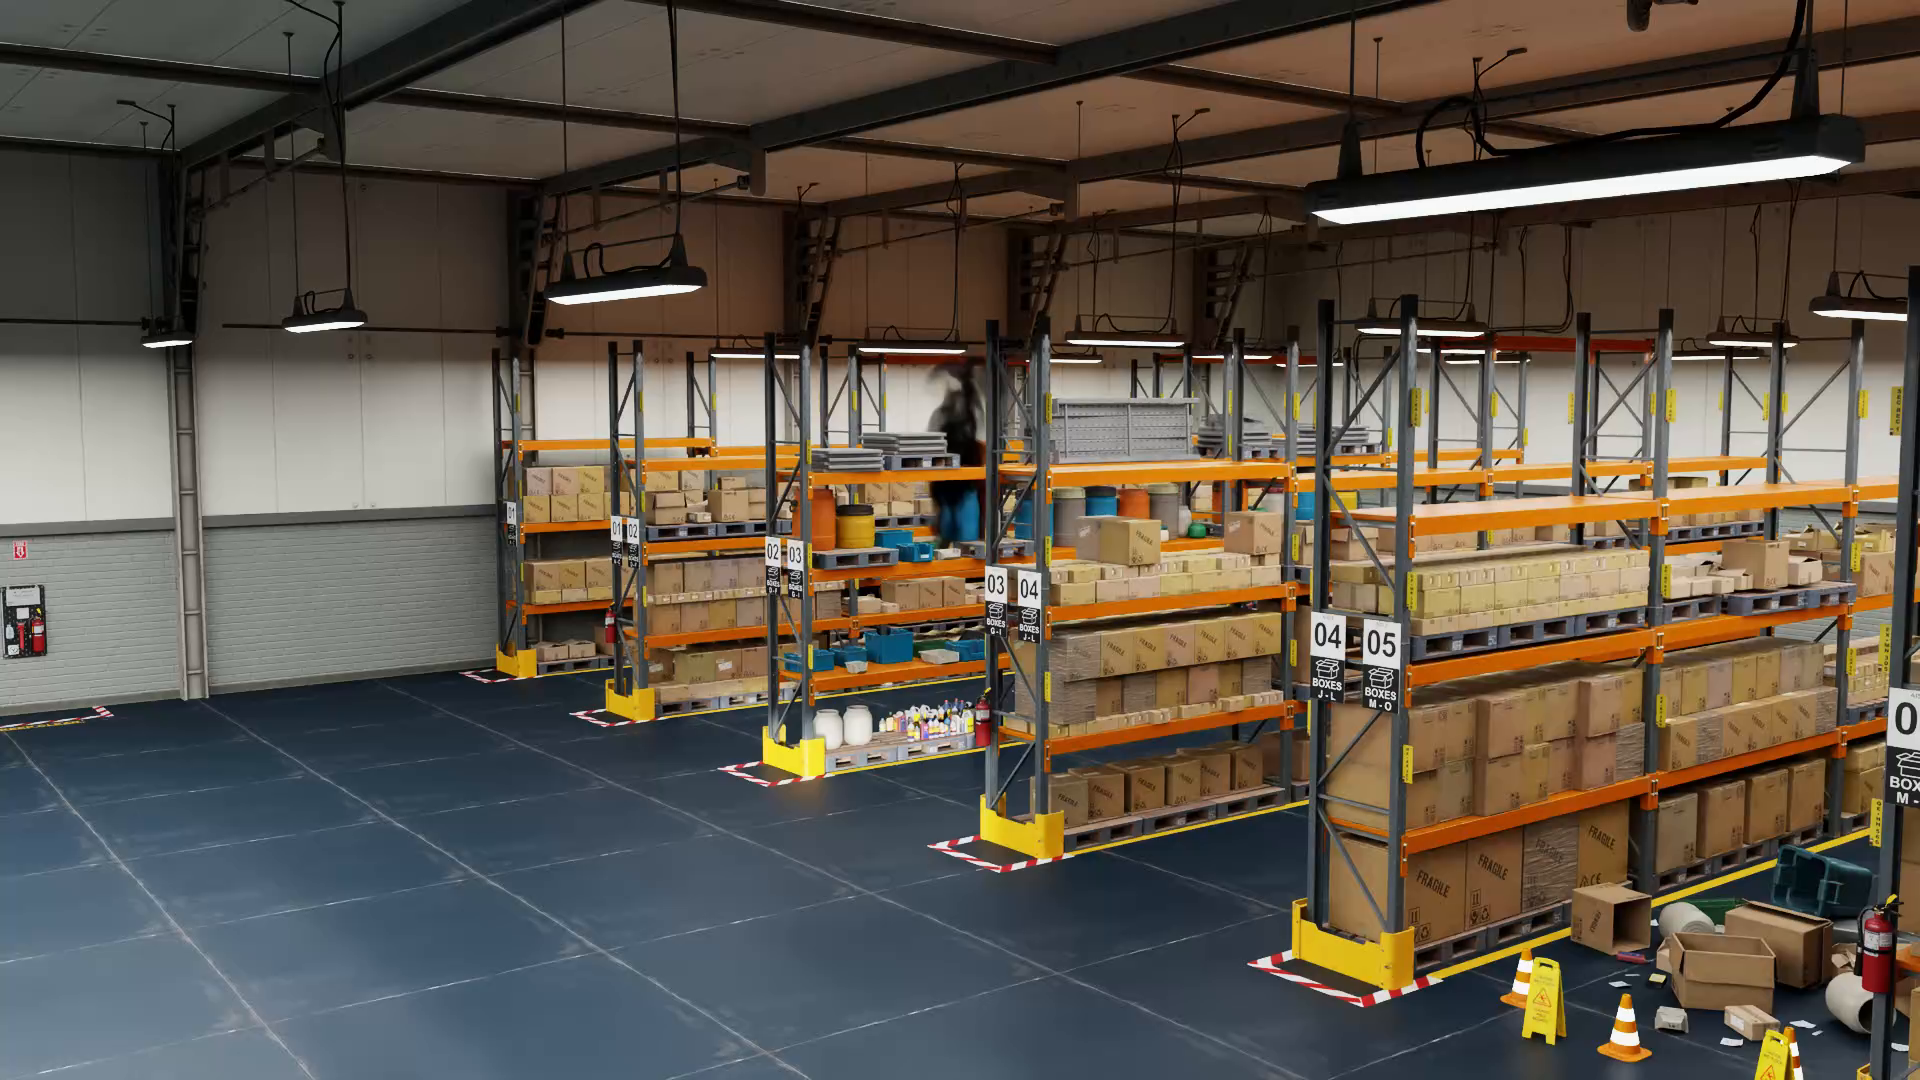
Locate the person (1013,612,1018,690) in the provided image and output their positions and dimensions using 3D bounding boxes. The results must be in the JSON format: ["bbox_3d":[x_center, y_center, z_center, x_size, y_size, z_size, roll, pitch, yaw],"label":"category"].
[{"bbox_3d":[1.171,1.603,28.032,0.680,1.800,0.841,5,7,45],"label":"person"}]
